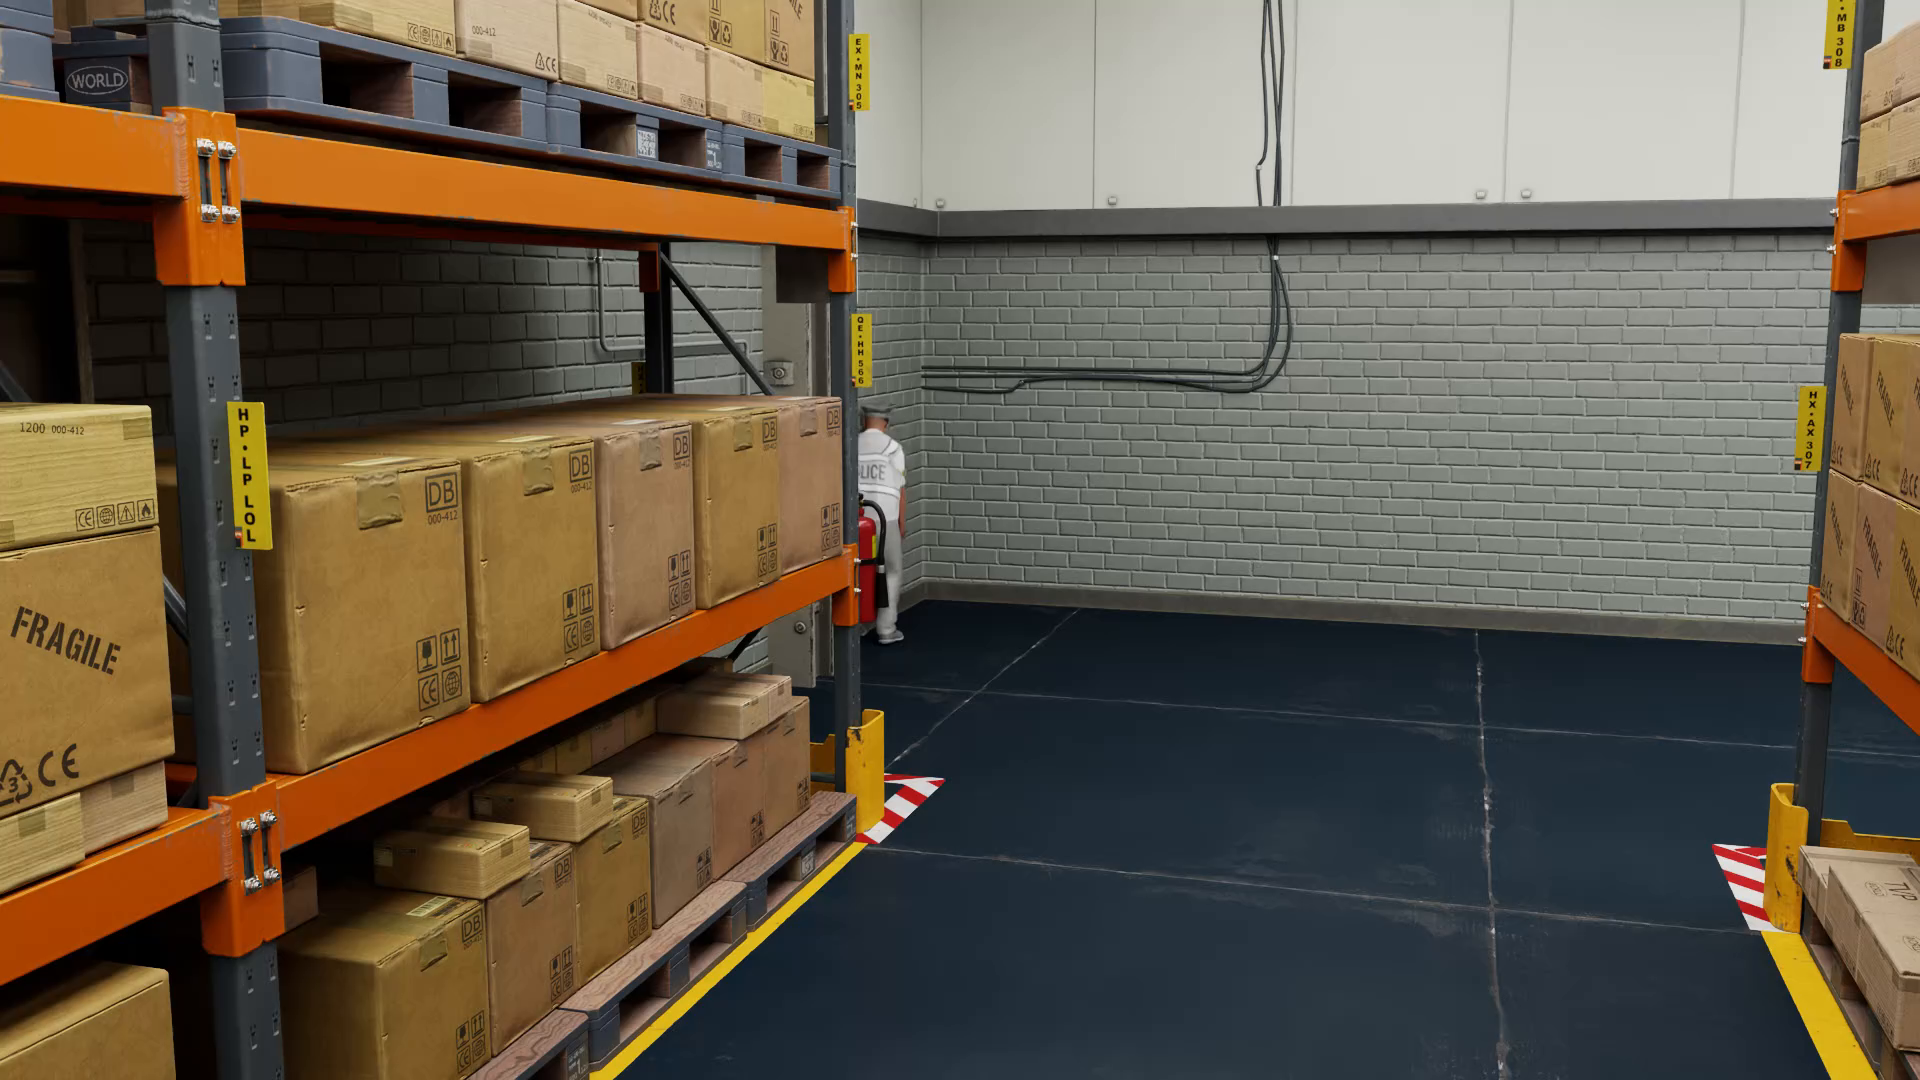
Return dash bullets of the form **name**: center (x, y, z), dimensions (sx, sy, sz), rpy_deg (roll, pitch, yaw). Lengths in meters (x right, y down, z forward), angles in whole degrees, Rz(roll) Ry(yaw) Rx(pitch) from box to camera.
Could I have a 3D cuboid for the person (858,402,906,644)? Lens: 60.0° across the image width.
- **person**: center (-0.629, -0.125, 11.867), dimensions (0.478, 1.703, 0.617), rpy_deg (2, 9, 15)
